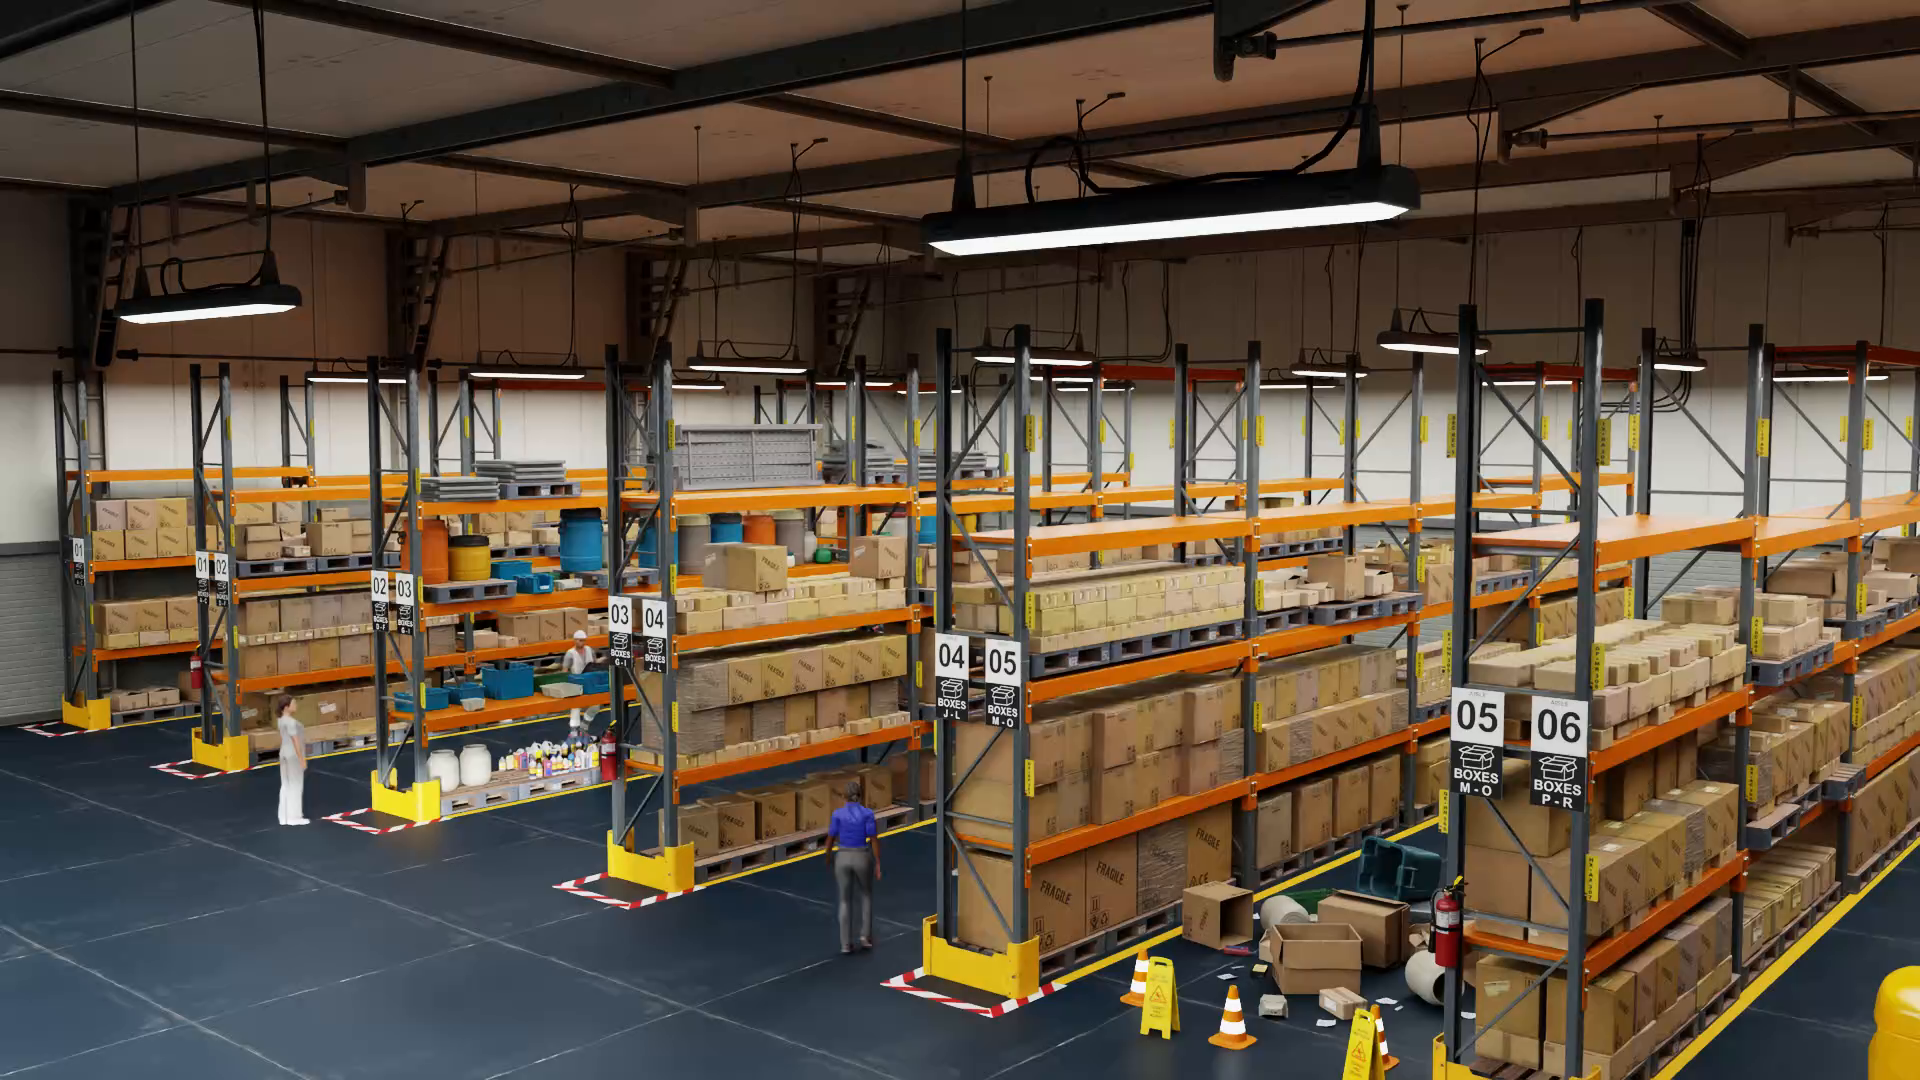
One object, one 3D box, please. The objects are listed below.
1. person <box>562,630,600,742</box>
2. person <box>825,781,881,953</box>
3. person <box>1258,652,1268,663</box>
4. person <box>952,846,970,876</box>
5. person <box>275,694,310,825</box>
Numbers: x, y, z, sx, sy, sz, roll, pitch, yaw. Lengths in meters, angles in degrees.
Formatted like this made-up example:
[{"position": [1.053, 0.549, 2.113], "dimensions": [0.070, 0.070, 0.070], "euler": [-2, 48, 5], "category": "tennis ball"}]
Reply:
[{"position": [-6.062, 2.341, 26.669], "dimensions": [0.709, 1.787, 0.529], "euler": [-3, 5, -33], "category": "person"}, {"position": [-1.040, 3.195, 16.210], "dimensions": [0.540, 1.724, 0.501], "euler": [0, 4, -6], "category": "person"}, {"position": [4.438, 2.468, 25.217], "dimensions": [0.641, 1.761, 0.508], "euler": [-2, 5, -27], "category": "person"}, {"position": [0.154, 2.908, 19.041], "dimensions": [0.434, 1.786, 0.621], "euler": [1, 4, 18], "category": "person"}, {"position": [-8.521, 2.804, 21.227], "dimensions": [0.506, 1.682, 0.381], "euler": [3, 5, 34], "category": "person"}]
